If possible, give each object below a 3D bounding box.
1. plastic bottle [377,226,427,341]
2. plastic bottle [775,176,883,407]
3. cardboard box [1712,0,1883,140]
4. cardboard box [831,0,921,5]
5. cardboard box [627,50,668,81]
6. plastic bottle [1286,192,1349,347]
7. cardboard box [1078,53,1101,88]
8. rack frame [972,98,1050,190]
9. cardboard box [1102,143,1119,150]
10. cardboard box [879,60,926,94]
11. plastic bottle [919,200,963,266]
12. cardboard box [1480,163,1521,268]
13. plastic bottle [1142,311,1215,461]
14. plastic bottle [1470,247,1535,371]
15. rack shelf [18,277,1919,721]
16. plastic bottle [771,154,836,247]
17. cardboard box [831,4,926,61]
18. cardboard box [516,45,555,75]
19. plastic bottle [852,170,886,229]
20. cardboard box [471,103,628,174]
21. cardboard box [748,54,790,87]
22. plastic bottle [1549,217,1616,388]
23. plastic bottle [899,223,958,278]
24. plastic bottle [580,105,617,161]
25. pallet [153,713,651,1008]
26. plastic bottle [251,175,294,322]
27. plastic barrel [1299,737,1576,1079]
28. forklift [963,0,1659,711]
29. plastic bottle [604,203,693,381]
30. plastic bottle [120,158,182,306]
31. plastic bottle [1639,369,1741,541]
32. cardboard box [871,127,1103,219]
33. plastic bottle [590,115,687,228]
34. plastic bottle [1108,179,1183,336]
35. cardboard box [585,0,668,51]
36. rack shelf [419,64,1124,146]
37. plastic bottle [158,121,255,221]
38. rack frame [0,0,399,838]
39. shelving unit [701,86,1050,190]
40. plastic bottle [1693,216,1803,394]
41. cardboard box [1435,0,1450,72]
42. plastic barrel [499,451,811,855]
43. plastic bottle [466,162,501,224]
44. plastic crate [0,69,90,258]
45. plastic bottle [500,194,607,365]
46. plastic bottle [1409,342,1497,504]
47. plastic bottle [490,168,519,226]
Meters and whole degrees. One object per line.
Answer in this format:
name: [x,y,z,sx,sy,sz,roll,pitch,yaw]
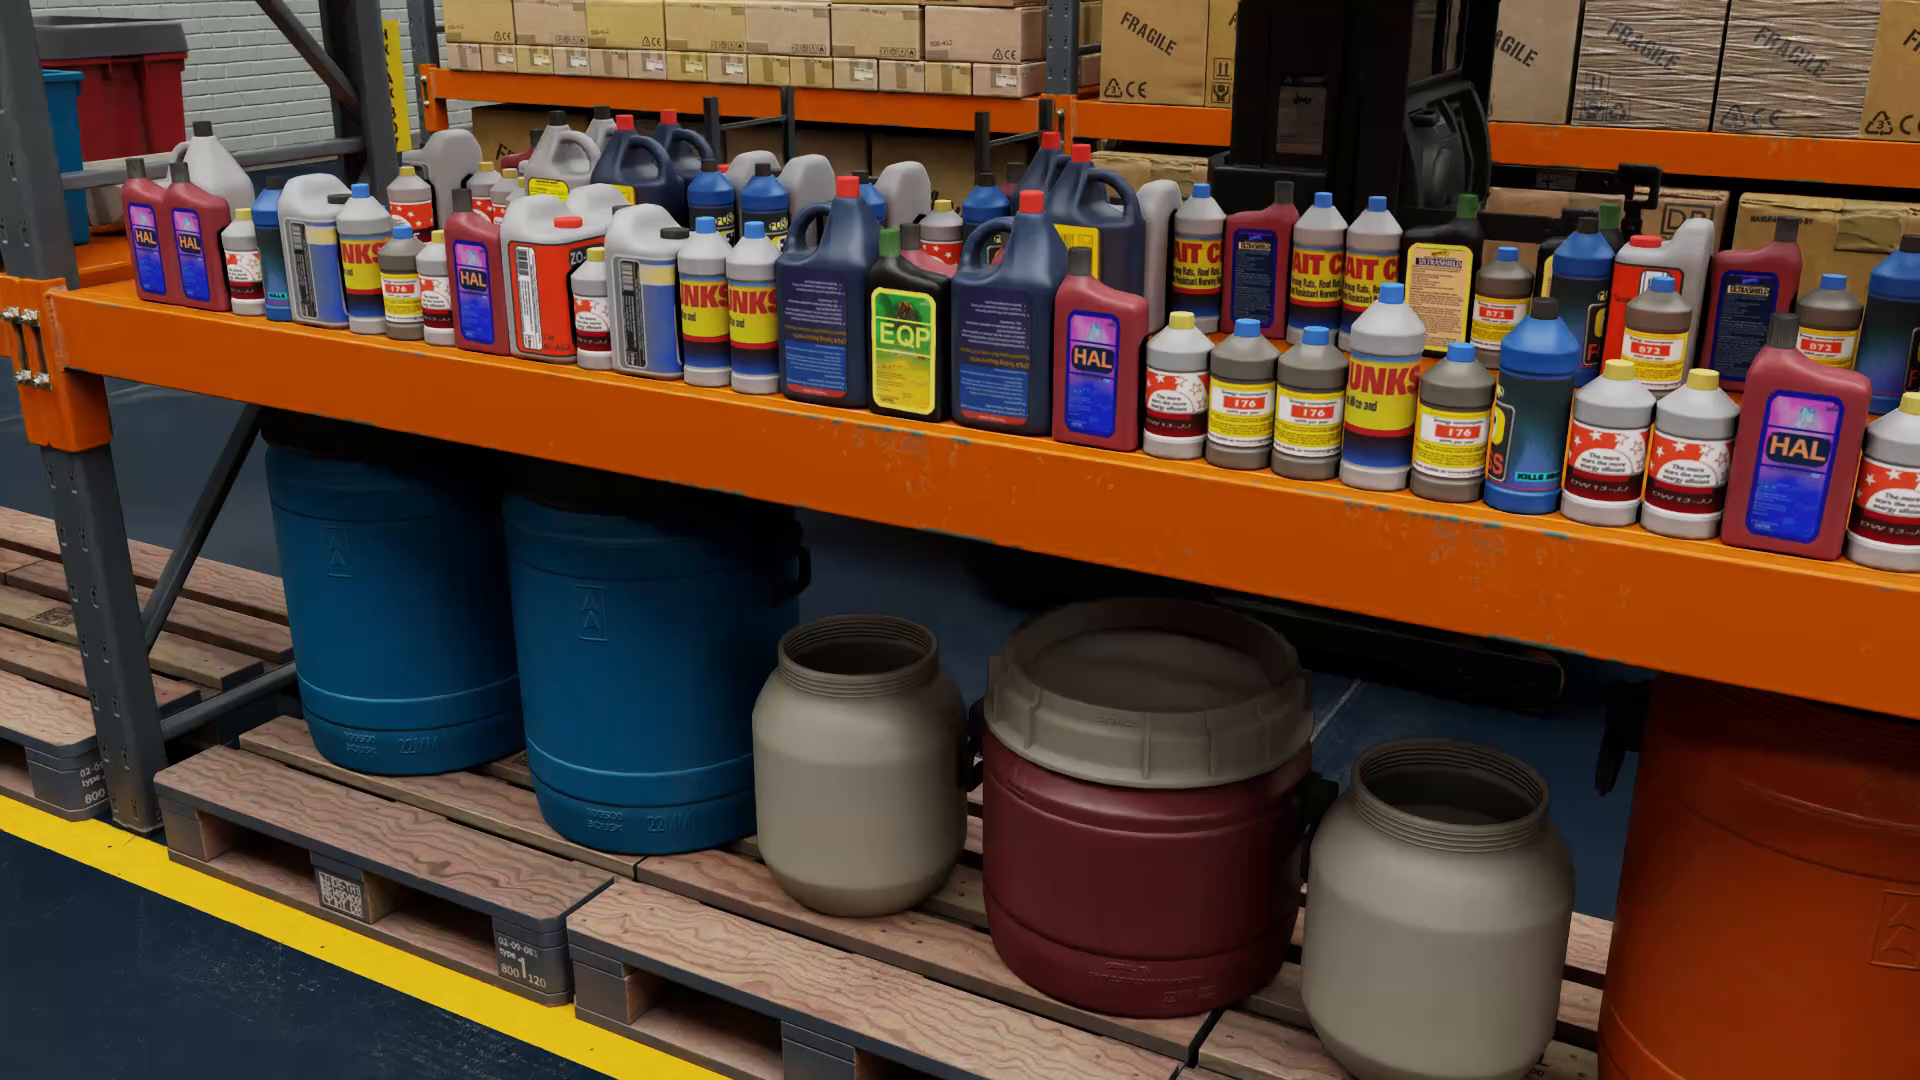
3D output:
plastic bottle: [-1.020,-0.477,3.073,0.097,0.201,0.097,0,20,0]
plastic bottle: [-0.194,-0.399,2.639,0.185,0.351,0.144,11,23,27]
cardboard box: [3.193,-1.815,6.323,0.500,0.500,0.500,11,22,27]
cardboard box: [-0.282,-2.843,7.989,0.500,0.500,0.500,11,23,28]
cardboard box: [-1.534,-2.517,8.773,0.250,0.149,0.380,11,22,27]
plastic bottle: [0.647,-0.489,3.004,0.097,0.271,0.097,0,20,0]
cardboard box: [0.589,-2.370,8.369,0.250,0.149,0.380,11,23,27]
rack frame: [0.167,-0.674,5.523,0.032,1.500,0.500,10,22,26]
cardboard box: [1.207,-3.098,13.136,0.250,0.149,0.380,12,23,30]
cardboard box: [-0.190,-2.261,8.067,0.250,0.149,0.380,10,22,26]
plastic bottle: [-0.035,-0.586,3.373,0.097,0.201,0.097,0,20,0]
cardboard box: [2.034,-1.290,7.522,0.875,0.875,1.225,10,22,25]
plastic bottle: [0.312,-0.224,2.374,0.097,0.201,0.097,0,20,0]
plastic bottle: [0.933,-0.402,2.865,0.097,0.201,0.097,0,20,0]
rack shelf: [0.016,-0.195,3.058,4.000,0.370,1.077,11,23,27]
plastic bottle: [-0.352,-0.671,3.498,0.135,0.276,0.152,11,23,27]
cardboard box: [-0.281,-2.490,8.114,0.500,0.250,0.500,12,23,29]
cardboard box: [-2.210,-2.645,9.127,0.250,0.149,0.380,10,22,26]
plastic bottle: [-0.194,-0.590,3.281,0.097,0.271,0.097,0,20,0]
cardboard box: [-2.209,-2.121,9.814,0.875,0.875,0.875,11,23,27]
cardboard box: [-0.863,-2.389,8.420,0.250,0.149,0.380,10,22,26]
plastic bottle: [1.020,-0.394,2.742,0.097,0.271,0.097,0,20,0]
plastic bottle: [-0.045,-0.347,2.594,0.133,0.283,0.061,11,23,27]
plastic bottle: [-0.768,-0.787,3.708,0.185,0.351,0.144,11,23,27]
pallet: [-1.077,0.586,3.940,1.213,0.211,1.003,11,23,27]
plastic bottle: [-1.307,-0.565,3.212,0.097,0.271,0.097,0,20,0]
plastic barrel: [0.790,0.628,2.767,0.421,0.512,0.421,0,20,0]
forklift: [1.555,-1.114,4.639,3.031,2.935,1.130,10,22,26]
plastic bottle: [-0.501,-0.424,2.818,0.135,0.276,0.152,11,23,27]
plastic bottle: [-1.618,-0.623,3.354,0.133,0.283,0.061,11,23,27]
plastic bottle: [0.907,-0.110,2.061,0.097,0.201,0.097,0,20,0]
cardboard box: [0.148,-1.672,8.576,0.875,0.875,0.875,11,23,27]
plastic bottle: [-0.677,-0.713,3.505,0.185,0.351,0.144,11,23,27]
plastic bottle: [0.331,-0.541,3.139,0.135,0.276,0.152,11,23,27]
cardboard box: [-1.626,-2.745,8.818,0.500,0.250,0.500,10,22,26]
rack shelf: [-1.061,-2.334,8.957,4.000,0.370,1.077,11,23,27]
plastic bottle: [-1.546,-0.681,3.415,0.185,0.351,0.144,11,23,27]
rack frame: [-1.730,-0.866,3.852,0.127,3.000,1.000,11,23,27]
shelving unit: [-0.281,-0.755,5.748,1.048,1.500,0.538,10,22,26]
plastic bottle: [1.277,-0.382,2.690,0.133,0.283,0.061,11,23,27]
cardboard box: [1.841,-2.069,7.025,0.500,0.500,0.500,10,22,26]
plastic barrel: [-0.645,0.137,3.551,0.708,0.901,0.600,11,23,27]
plastic bottle: [-1.114,-0.792,3.940,0.097,0.201,0.097,0,20,0]
plastic crate: [-2.304,-0.862,3.779,0.575,0.384,0.392,11,23,27]
plastic bottle: [-0.704,-0.463,2.924,0.135,0.276,0.152,11,23,27]
plastic bottle: [0.652,-0.159,2.195,0.097,0.201,0.097,0,20,0]
plastic bottle: [-1.027,-0.751,3.829,0.097,0.201,0.097,0,20,0]
